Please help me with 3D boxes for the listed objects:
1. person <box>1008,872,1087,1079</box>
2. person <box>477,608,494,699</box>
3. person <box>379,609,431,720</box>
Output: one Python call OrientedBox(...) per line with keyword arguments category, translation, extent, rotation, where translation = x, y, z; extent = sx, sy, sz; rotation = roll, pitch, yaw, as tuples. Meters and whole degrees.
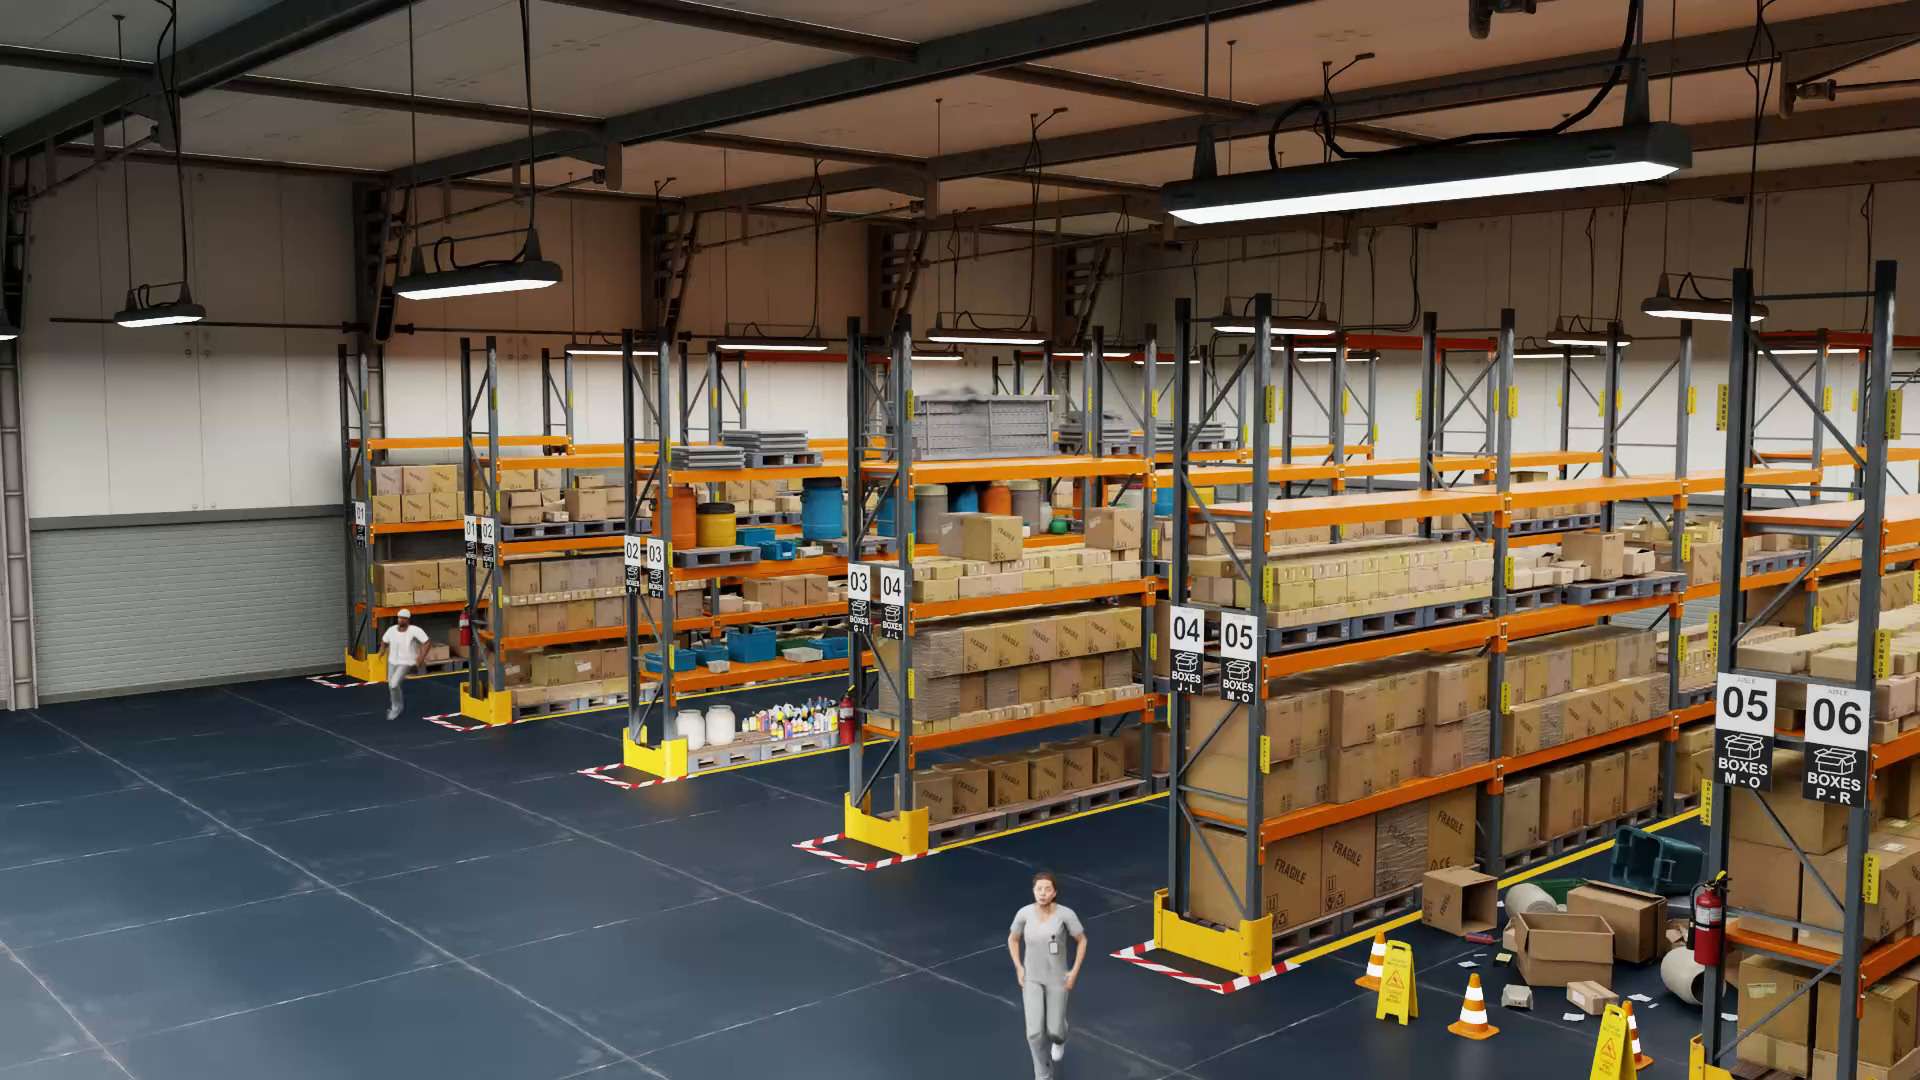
OrientedBox(category="person", translation=(0.649, 3.250, 12.392), extent=(0.590, 1.633, 0.642), rotation=(1, 5, 9))
OrientedBox(category="person", translation=(-7.767, 1.764, 27.897), extent=(0.685, 1.821, 0.957), rotation=(4, 7, 41))
OrientedBox(category="person", translation=(-8.816, 1.963, 26.261), extent=(0.765, 1.756, 0.661), rotation=(1, 5, 16))
